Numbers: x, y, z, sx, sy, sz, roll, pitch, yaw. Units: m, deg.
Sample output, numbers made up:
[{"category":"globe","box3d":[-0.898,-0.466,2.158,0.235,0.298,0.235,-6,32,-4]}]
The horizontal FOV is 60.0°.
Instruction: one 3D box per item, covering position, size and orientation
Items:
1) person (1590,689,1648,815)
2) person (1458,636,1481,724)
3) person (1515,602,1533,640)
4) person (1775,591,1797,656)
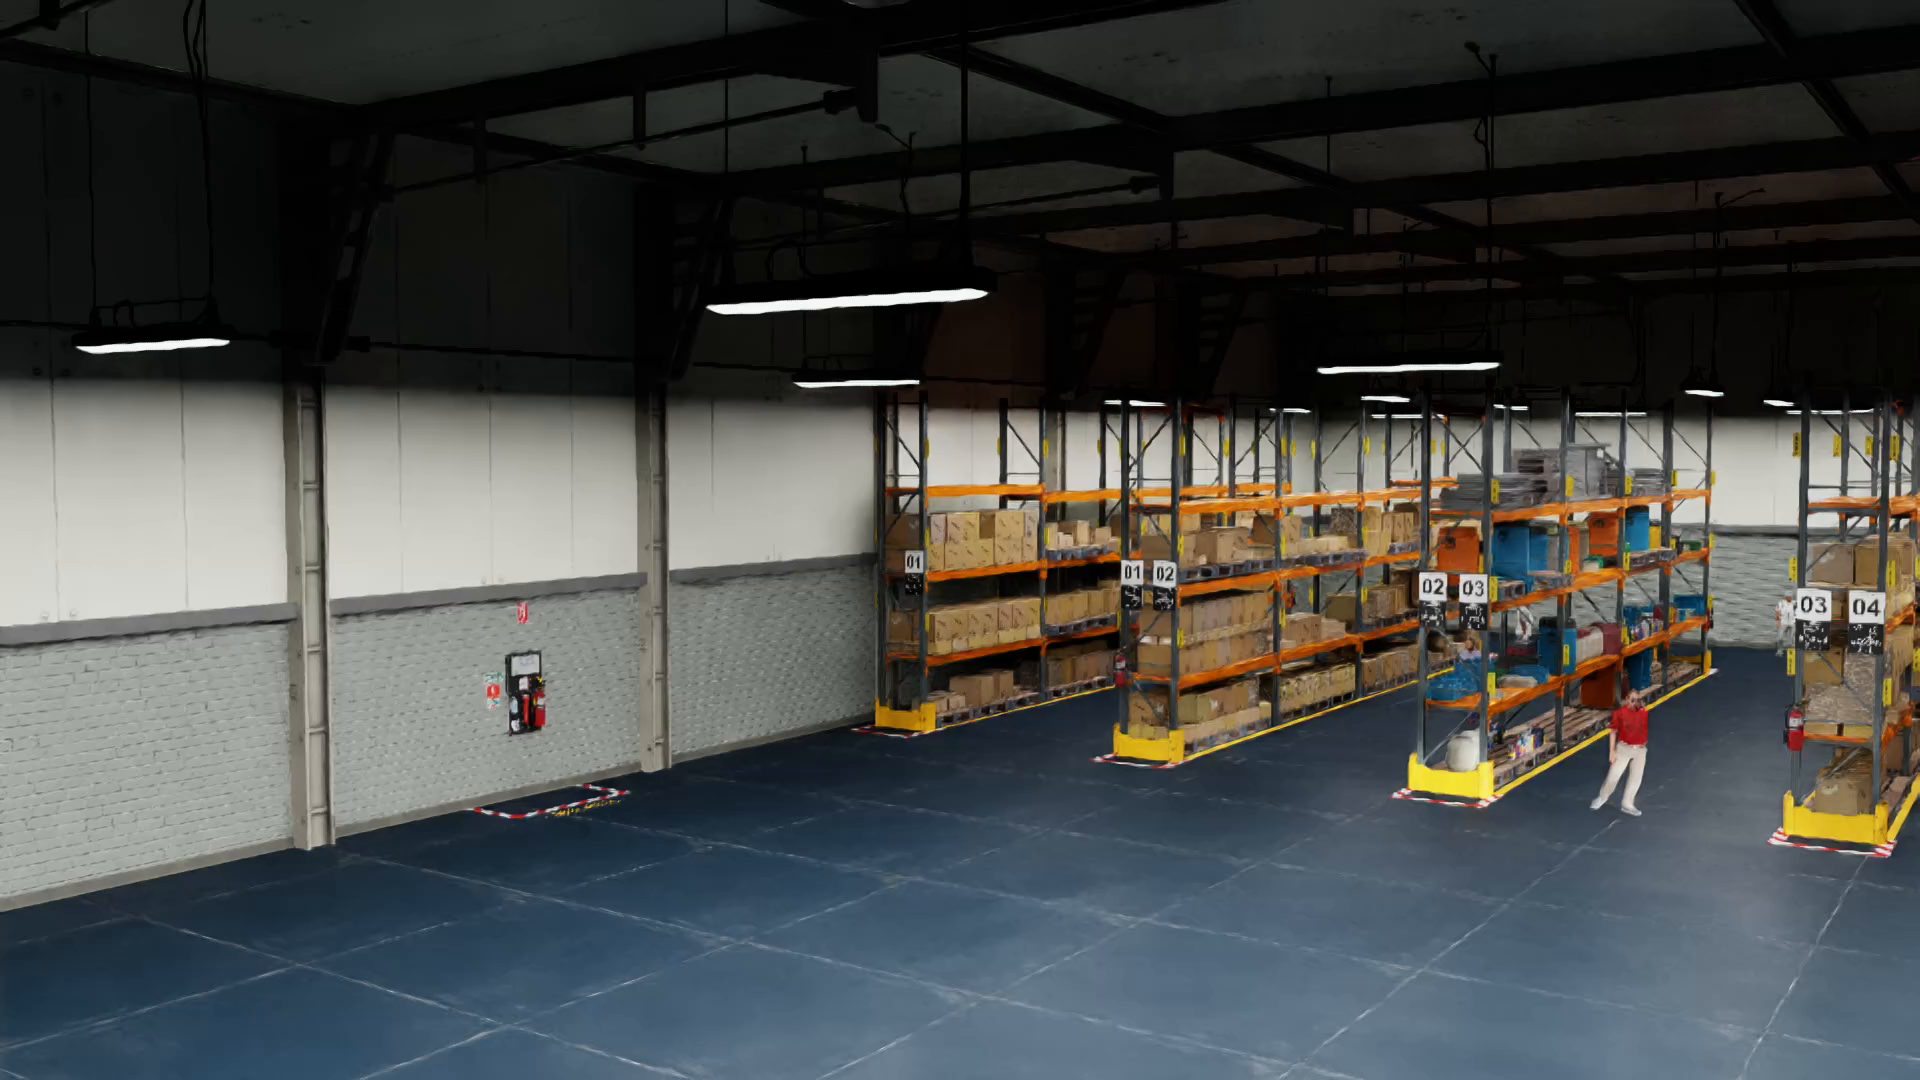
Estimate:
[{"category":"person","box3d":[9.026,2.881,22.710,0.724,1.718,0.546,0,3,-6]},{"category":"person","box3d":[9.305,2.524,30.287,0.479,1.567,1.090,2,4,37]},{"category":"person","box3d":[12.396,2.071,36.405,0.480,1.787,0.628,1,3,18]},{"category":"person","box3d":[19.800,2.002,39.727,0.625,1.611,0.575,2,4,32]}]
